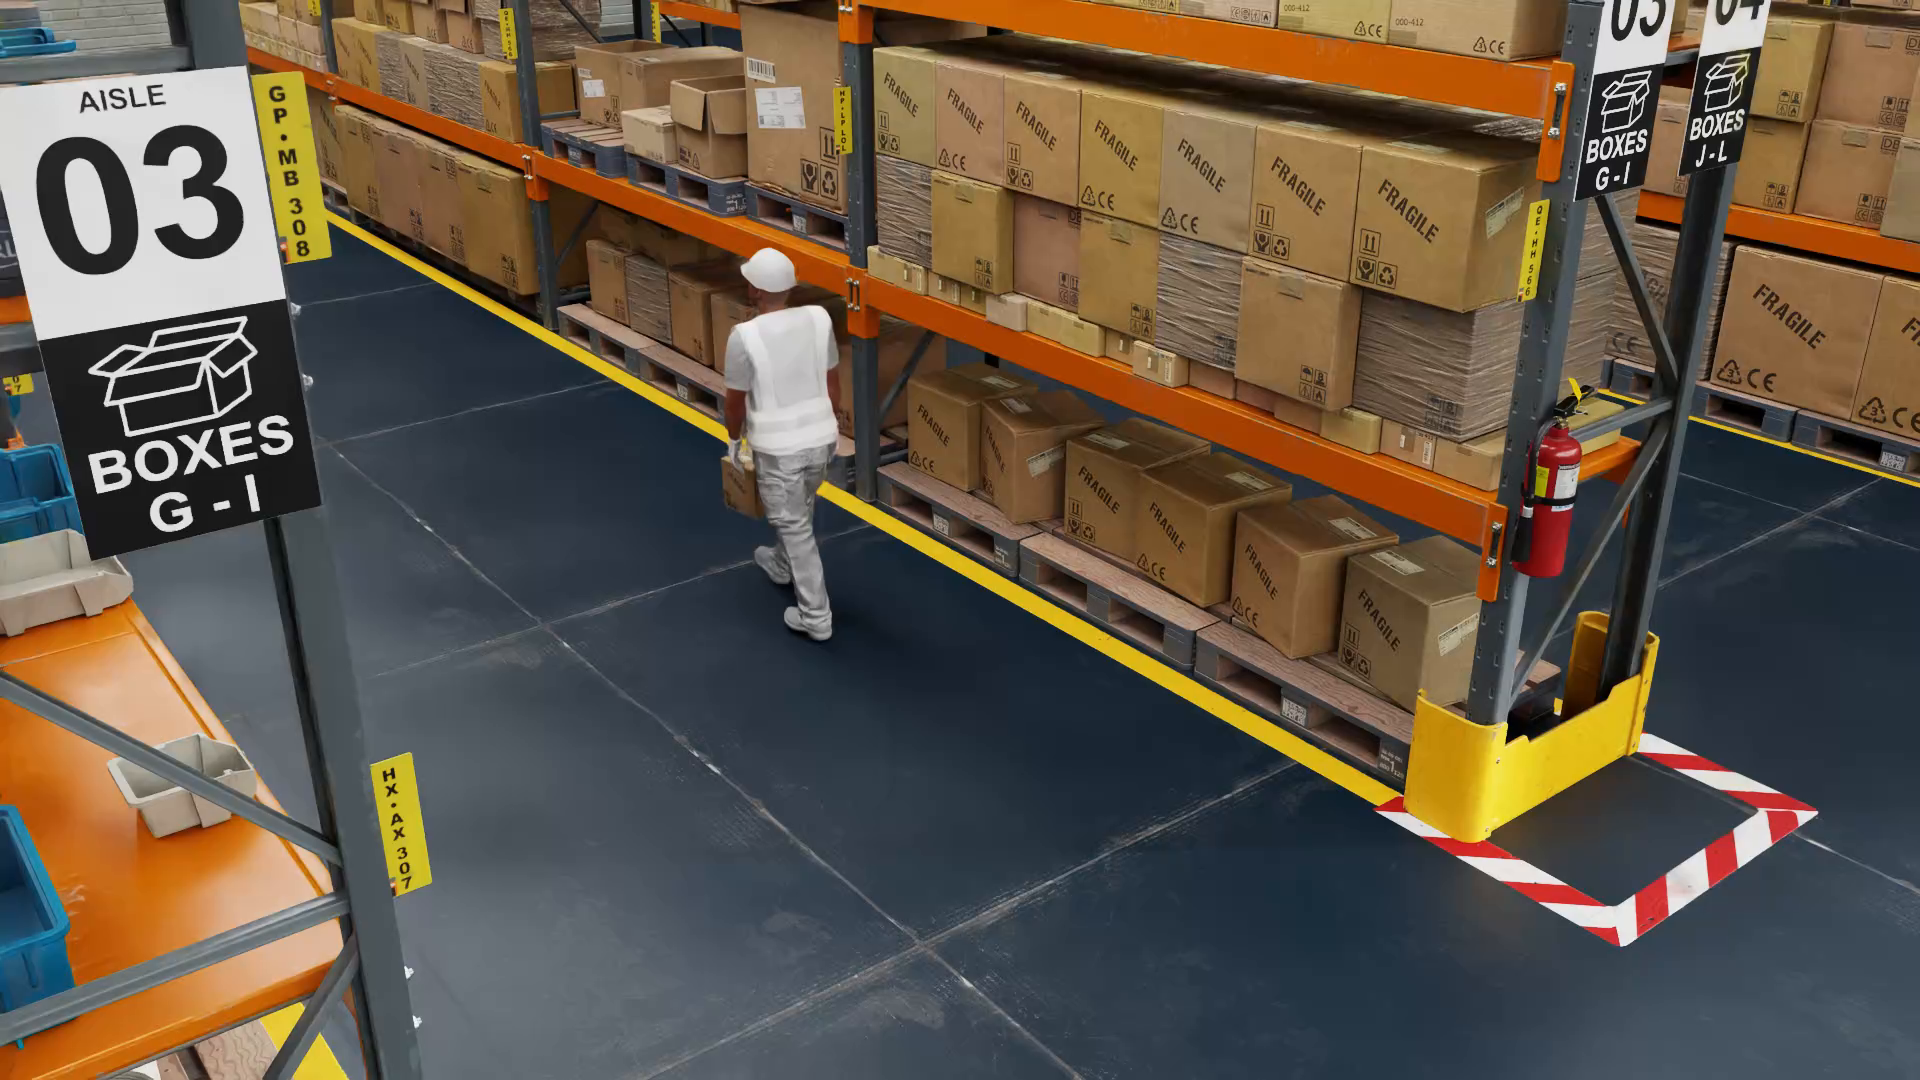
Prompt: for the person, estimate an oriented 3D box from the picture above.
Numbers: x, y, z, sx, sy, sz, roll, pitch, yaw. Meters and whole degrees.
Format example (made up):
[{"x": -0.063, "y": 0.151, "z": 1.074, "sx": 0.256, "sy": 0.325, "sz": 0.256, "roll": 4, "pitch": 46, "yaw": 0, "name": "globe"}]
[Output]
[{"x": -0.861, "y": -0.487, "z": 7.632, "sx": 0.553, "sy": 1.750, "sz": 0.882, "roll": -18, "pitch": 30, "yaw": -34, "name": "person"}]
